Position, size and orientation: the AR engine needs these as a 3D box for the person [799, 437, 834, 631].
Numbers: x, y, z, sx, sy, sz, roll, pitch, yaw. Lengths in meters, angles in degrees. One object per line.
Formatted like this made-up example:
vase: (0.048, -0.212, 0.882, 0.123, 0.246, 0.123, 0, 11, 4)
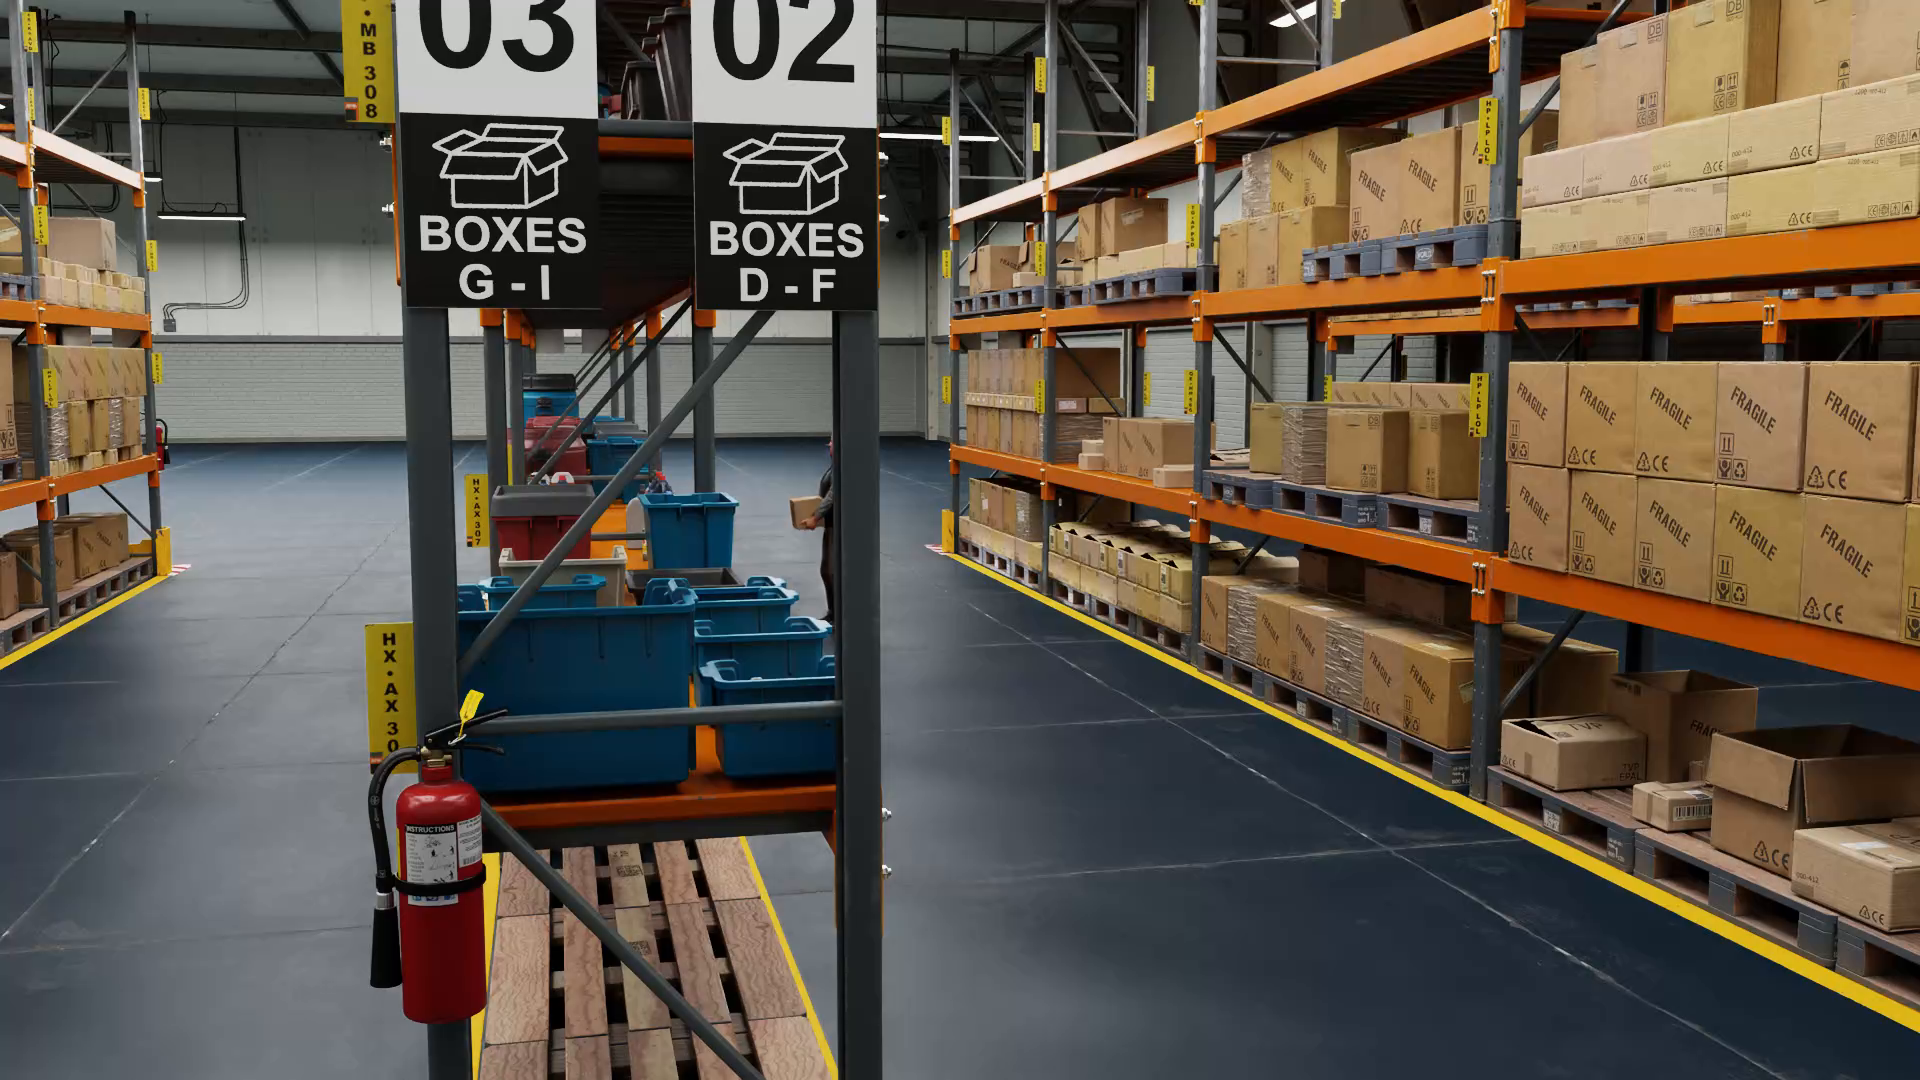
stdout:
person: (-1.136, -0.085, 14.393, 0.554, 1.717, 0.495, -1, 6, -13)
